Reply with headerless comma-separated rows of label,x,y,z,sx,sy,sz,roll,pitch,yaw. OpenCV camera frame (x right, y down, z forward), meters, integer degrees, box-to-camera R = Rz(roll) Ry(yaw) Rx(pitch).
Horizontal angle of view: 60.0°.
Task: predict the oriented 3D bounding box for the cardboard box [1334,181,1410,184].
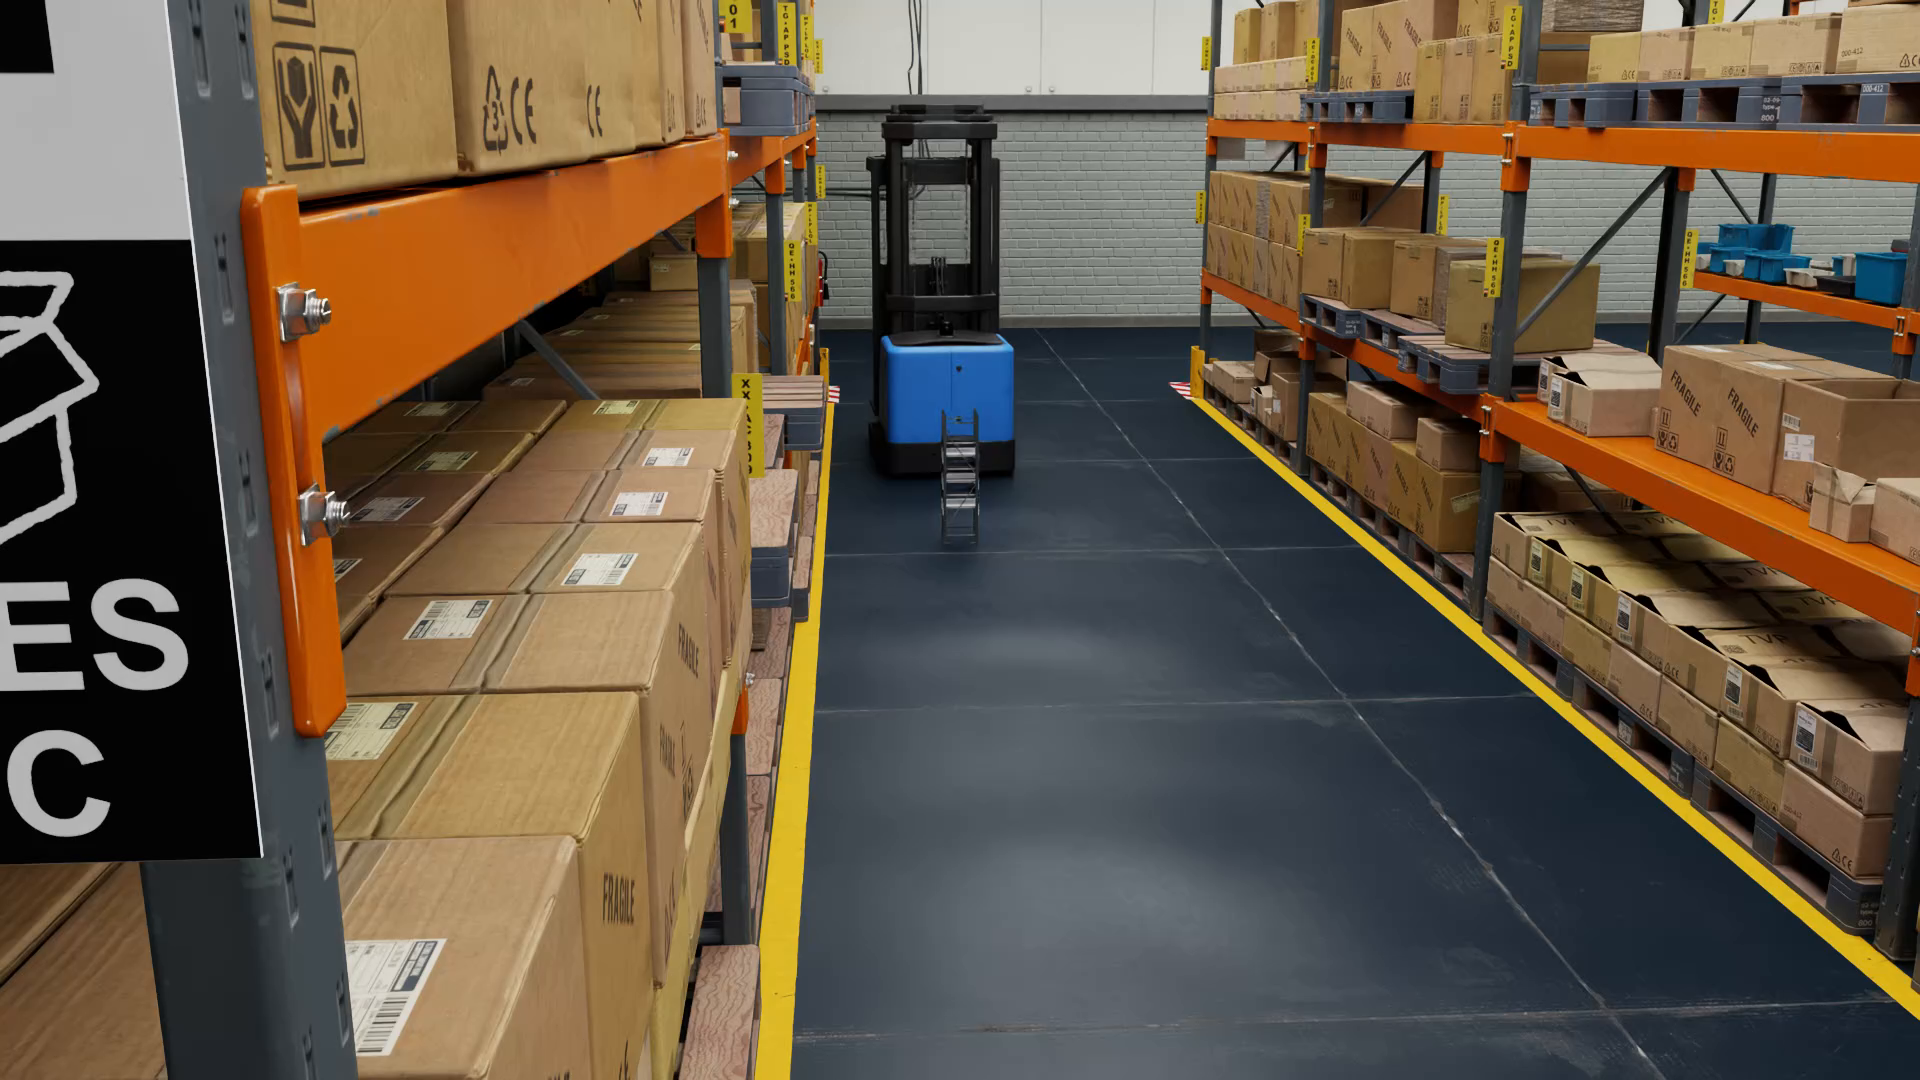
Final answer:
cardboard box,3.469,-2.772,14.073,0.500,0.500,0.500,-1,14,-5

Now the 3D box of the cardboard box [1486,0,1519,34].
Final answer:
cardboard box,3.445,-3.216,9.777,0.500,0.500,0.500,-1,14,-3

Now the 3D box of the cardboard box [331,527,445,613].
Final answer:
cardboard box,-1.281,0.279,3.178,0.500,0.500,0.500,-1,14,-3

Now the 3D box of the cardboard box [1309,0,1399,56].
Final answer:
cardboard box,3.181,-4.095,13.196,0.700,0.500,0.500,-1,14,-3

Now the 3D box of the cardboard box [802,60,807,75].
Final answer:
cardboard box,-1.474,-3.720,13.202,0.500,0.250,0.500,-1,14,-4

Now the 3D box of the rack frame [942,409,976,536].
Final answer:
rack frame,-0.007,-0.463,11.520,0.240,0.900,0.006,-1,14,-3

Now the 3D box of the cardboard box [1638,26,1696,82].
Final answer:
cardboard box,3.632,-2.336,8.025,0.500,0.250,0.500,0,14,-2

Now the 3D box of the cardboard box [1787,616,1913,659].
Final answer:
cardboard box,3.909,0.497,7.126,0.500,0.311,0.500,-1,14,-5

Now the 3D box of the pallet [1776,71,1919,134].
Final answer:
pallet,3.678,-1.579,6.008,0.805,0.209,1.217,-1,15,-6

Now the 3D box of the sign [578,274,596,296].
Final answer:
sign,-2.000,-1.469,8.891,0.100,0.325,0.005,-1,14,-3

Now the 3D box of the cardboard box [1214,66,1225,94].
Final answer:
cardboard box,2.774,-4.475,16.176,0.500,0.250,0.500,-1,14,-3

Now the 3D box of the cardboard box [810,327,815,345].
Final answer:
cardboard box,-1.593,-1.949,15.952,0.380,0.149,0.250,0,14,-2

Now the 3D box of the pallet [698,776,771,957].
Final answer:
pallet,-1.248,1.234,6.306,1.003,0.211,1.213,-1,14,-3

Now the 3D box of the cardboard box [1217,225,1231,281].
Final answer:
cardboard box,2.803,-2.790,16.150,0.500,0.500,0.500,-1,14,-4

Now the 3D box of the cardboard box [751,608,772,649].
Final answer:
cardboard box,-1.350,0.258,8.636,0.700,0.500,0.500,-1,14,-3

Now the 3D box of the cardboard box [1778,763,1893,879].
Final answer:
cardboard box,3.430,1.030,6.180,0.500,0.250,0.500,-1,14,-4

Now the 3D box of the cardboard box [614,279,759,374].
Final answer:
cardboard box,-1.407,-1.062,8.551,0.700,0.500,0.500,-3,15,-10

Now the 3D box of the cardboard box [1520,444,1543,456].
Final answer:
cardboard box,3.690,-0.370,11.078,0.500,0.500,0.500,-1,14,-4

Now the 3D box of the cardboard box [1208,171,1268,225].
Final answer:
cardboard box,2.766,-3.403,16.524,0.500,0.500,0.500,0,14,-2

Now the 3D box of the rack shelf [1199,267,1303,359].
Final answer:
rack shelf,3.126,-2.139,15.262,1.077,0.370,4.000,-1,14,-3

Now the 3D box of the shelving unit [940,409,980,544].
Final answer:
shelving unit,0.000,-0.438,11.422,0.258,0.900,0.210,-1,14,-3

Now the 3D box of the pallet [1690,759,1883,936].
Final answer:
pallet,3.661,1.168,6.564,1.003,0.211,1.213,-1,14,-3

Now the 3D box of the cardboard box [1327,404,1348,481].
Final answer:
cardboard box,3.081,-0.736,12.499,0.500,0.500,0.500,-1,14,-3

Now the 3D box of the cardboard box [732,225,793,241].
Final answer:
cardboard box,-1.251,-1.733,9.901,0.500,0.250,0.500,-1,14,-4

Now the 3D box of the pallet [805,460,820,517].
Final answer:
pallet,-1.571,-0.371,12.545,1.003,0.211,1.213,-1,14,-3

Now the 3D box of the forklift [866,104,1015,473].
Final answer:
forklift,-0.235,-2.274,14.481,1.130,2.935,3.031,-2,15,-6

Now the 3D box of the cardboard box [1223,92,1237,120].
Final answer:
cardboard box,2.798,-4.108,15.755,0.500,0.250,0.500,-1,14,-3

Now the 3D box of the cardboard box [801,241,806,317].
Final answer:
cardboard box,-1.373,-1.877,11.963,0.500,0.500,0.500,-1,14,-3

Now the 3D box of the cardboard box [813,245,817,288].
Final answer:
cardboard box,-1.844,-2.745,15.573,0.980,0.700,0.700,-1,14,-4

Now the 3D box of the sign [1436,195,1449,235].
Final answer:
sign,3.803,-2.560,13.132,0.100,0.325,0.005,-1,14,-3

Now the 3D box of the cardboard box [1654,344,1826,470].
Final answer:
cardboard box,3.618,-0.626,7.740,0.500,0.500,0.500,-2,15,-6

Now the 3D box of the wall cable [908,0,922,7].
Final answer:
wall cable,0.764,-8.208,21.466,3.097,2.526,0.112,-1,14,-3

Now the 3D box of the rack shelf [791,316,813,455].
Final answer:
rack shelf,-1.570,-1.066,11.095,1.077,0.370,4.000,-1,14,-3

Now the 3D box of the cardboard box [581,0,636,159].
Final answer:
cardboard box,-0.756,-0.789,2.312,0.500,0.500,0.500,0,14,-1

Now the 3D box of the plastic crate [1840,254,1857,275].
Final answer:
plastic crate,8.283,-2.419,15.027,0.437,0.282,0.530,-1,14,-3

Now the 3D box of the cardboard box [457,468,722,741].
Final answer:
cardboard box,-0.804,0.139,3.721,0.500,0.500,0.500,-1,14,-5

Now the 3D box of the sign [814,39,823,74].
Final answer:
sign,-1.400,-4.755,16.350,0.100,0.325,0.005,-1,14,-3

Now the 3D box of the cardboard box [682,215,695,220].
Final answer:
cardboard box,-1.823,-1.975,10.839,0.500,0.250,0.500,-1,14,-5

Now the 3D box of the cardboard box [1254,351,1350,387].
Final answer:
cardboard box,3.128,-1.461,15.311,0.797,0.503,0.637,-1,14,-3

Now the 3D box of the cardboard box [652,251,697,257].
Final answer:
cardboard box,-1.395,-1.408,8.592,0.380,0.149,0.250,-3,15,-11

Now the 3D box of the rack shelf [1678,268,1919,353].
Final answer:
rack shelf,8.070,-2.214,15.556,1.077,0.370,4.000,-1,14,-3

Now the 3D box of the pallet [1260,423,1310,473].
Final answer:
pallet,3.208,-0.810,14.251,1.003,0.211,1.213,-1,14,-3

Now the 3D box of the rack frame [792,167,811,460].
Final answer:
rack frame,-1.694,-1.912,12.939,1.000,3.000,0.127,-1,14,-3

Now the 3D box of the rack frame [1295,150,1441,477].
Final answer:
rack frame,3.250,-1.990,13.239,1.000,3.000,0.127,-1,14,-3

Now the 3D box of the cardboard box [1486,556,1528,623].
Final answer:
cardboard box,3.237,0.268,9.139,0.500,0.250,0.500,-1,14,-4

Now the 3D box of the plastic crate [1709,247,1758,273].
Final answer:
plastic crate,7.673,-2.778,16.518,0.416,0.233,0.300,-1,14,-3

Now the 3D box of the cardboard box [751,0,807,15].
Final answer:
cardboard box,-1.459,-4.089,13.131,0.500,0.500,0.500,-1,14,-4

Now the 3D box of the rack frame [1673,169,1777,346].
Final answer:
rack frame,7.946,-3.060,17.399,1.000,3.000,0.127,-1,14,-3

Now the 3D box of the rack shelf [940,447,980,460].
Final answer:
rack shelf,0.000,-0.580,11.386,0.258,0.077,0.200,-1,14,-3

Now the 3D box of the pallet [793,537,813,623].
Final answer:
pallet,-1.420,0.236,10.186,1.003,0.211,1.213,-1,14,-3

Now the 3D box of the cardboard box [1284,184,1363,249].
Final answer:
cardboard box,2.960,-2.644,13.576,0.500,0.500,0.500,-1,14,-3

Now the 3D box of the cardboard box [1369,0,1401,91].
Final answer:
cardboard box,3.271,-3.450,11.652,0.600,0.600,0.600,-1,14,-4

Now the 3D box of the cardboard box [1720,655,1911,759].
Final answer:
cardboard box,3.396,0.631,6.604,0.500,0.311,0.500,0,14,-2

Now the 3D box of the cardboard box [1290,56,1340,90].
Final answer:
cardboard box,2.948,-3.729,13.276,0.500,0.250,0.500,-1,14,-3

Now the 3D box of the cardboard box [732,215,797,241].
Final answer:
cardboard box,-1.324,-1.984,10.877,0.500,0.250,0.500,-1,14,-5

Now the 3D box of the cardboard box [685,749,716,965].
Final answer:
cardboard box,-0.765,0.627,3.329,0.500,0.250,0.500,-1,14,-3
